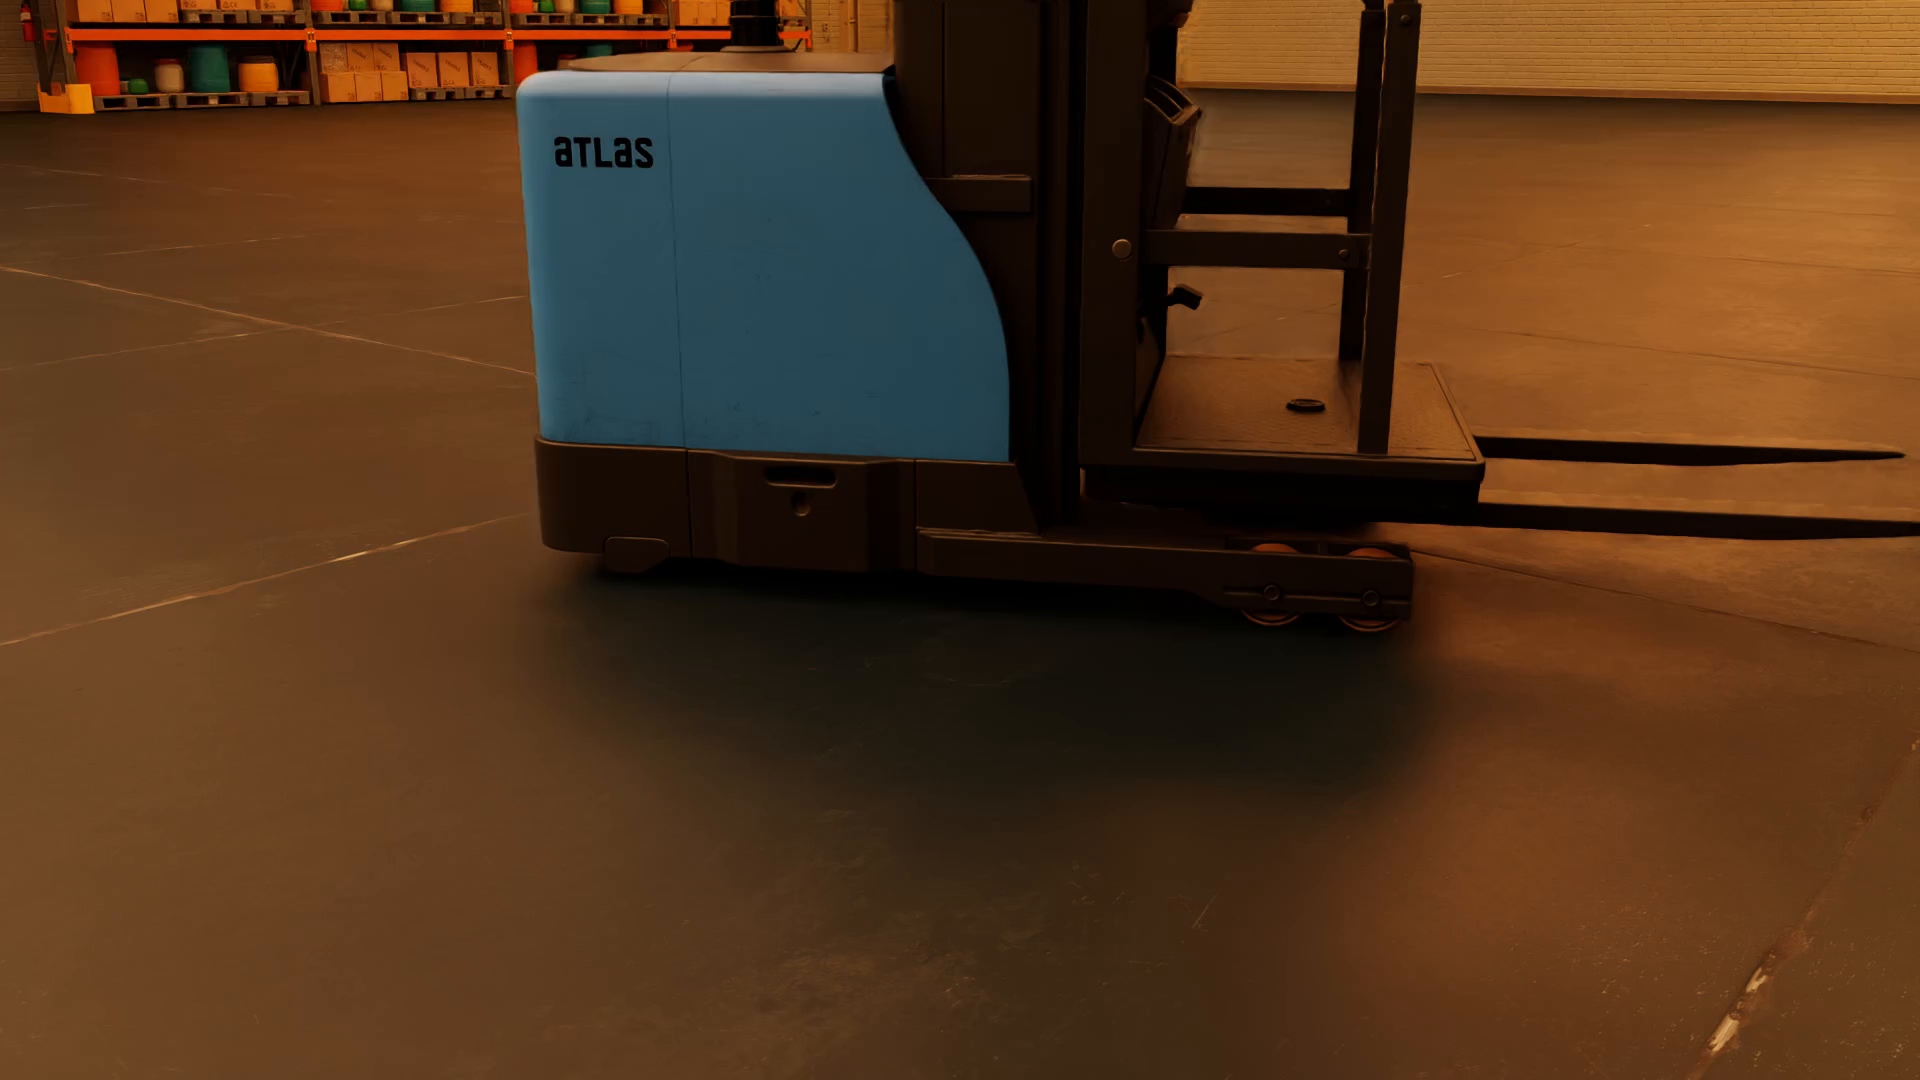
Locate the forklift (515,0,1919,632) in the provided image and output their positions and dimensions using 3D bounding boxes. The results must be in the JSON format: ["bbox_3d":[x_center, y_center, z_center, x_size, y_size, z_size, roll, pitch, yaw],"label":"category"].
[{"bbox_3d":[0.636,-1.385,3.458,3.031,2.935,1.130,3,17,10],"label":"forklift"}]
